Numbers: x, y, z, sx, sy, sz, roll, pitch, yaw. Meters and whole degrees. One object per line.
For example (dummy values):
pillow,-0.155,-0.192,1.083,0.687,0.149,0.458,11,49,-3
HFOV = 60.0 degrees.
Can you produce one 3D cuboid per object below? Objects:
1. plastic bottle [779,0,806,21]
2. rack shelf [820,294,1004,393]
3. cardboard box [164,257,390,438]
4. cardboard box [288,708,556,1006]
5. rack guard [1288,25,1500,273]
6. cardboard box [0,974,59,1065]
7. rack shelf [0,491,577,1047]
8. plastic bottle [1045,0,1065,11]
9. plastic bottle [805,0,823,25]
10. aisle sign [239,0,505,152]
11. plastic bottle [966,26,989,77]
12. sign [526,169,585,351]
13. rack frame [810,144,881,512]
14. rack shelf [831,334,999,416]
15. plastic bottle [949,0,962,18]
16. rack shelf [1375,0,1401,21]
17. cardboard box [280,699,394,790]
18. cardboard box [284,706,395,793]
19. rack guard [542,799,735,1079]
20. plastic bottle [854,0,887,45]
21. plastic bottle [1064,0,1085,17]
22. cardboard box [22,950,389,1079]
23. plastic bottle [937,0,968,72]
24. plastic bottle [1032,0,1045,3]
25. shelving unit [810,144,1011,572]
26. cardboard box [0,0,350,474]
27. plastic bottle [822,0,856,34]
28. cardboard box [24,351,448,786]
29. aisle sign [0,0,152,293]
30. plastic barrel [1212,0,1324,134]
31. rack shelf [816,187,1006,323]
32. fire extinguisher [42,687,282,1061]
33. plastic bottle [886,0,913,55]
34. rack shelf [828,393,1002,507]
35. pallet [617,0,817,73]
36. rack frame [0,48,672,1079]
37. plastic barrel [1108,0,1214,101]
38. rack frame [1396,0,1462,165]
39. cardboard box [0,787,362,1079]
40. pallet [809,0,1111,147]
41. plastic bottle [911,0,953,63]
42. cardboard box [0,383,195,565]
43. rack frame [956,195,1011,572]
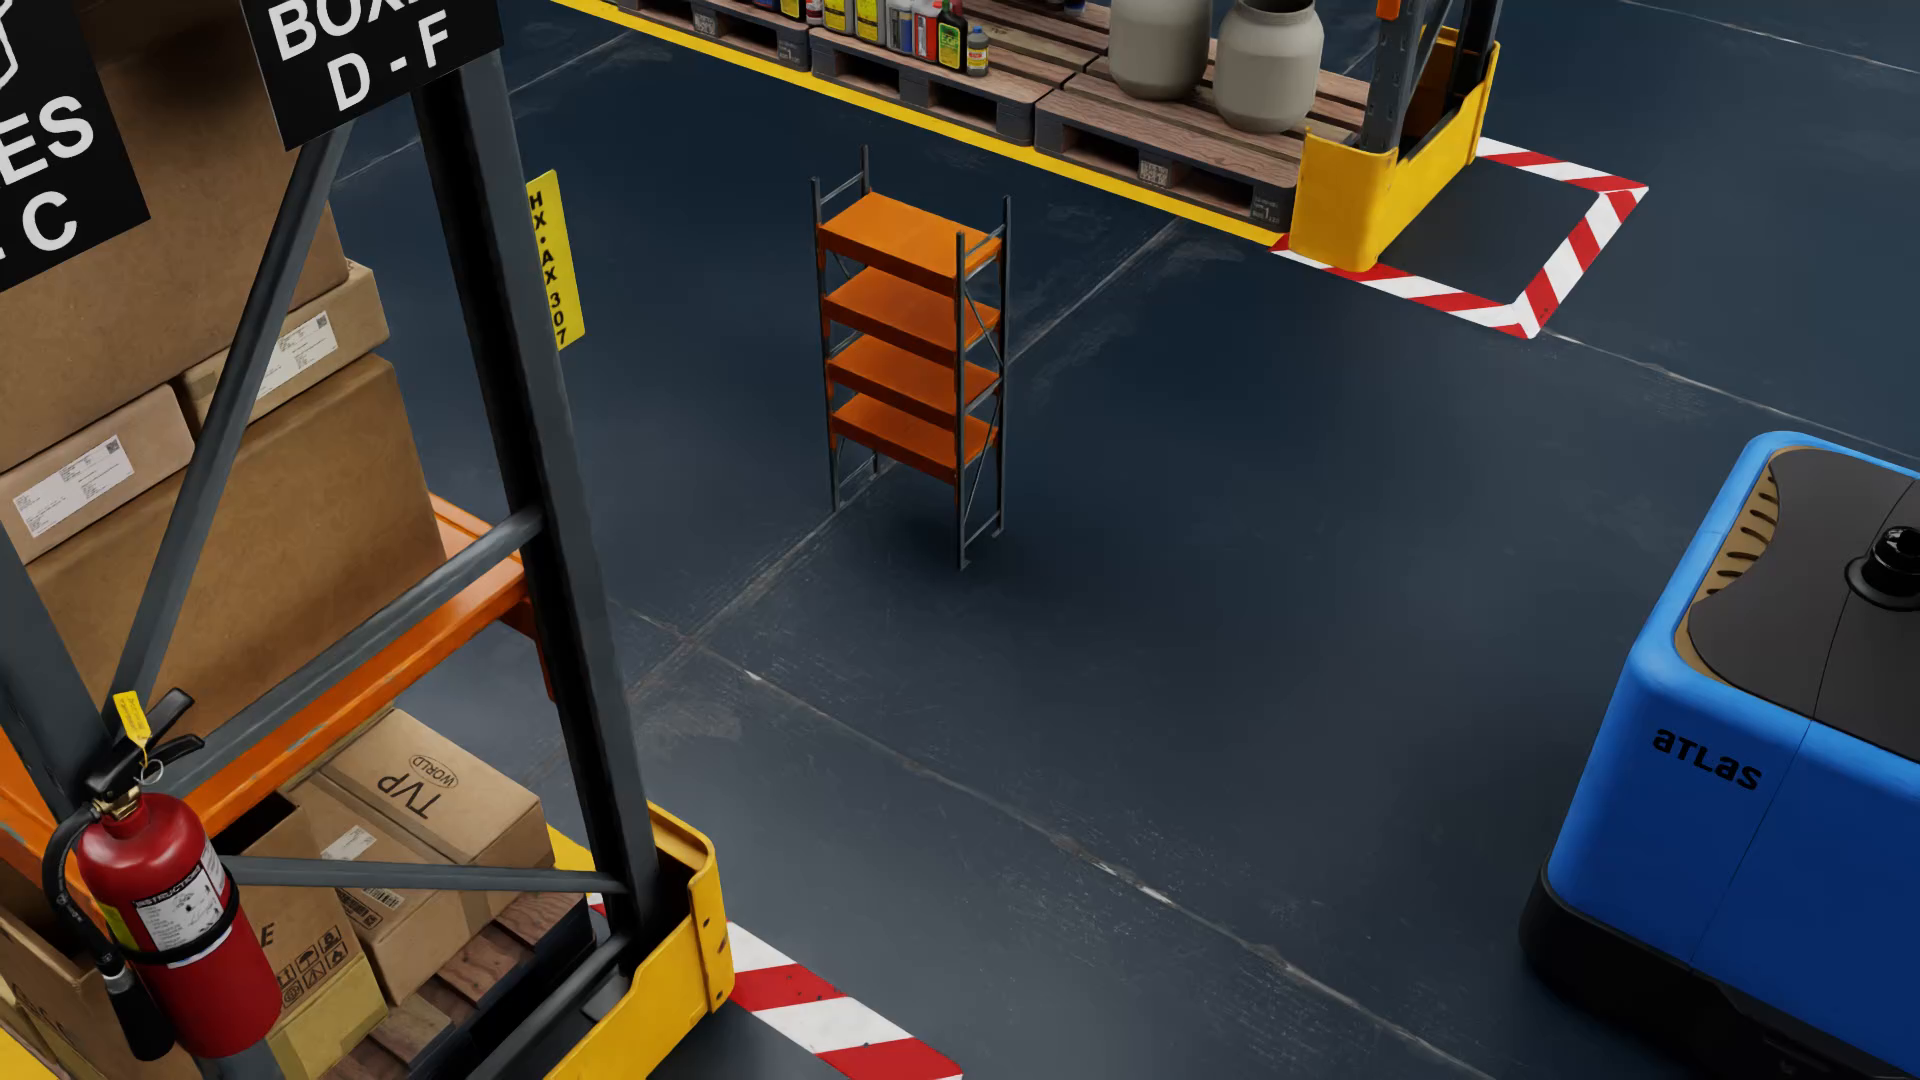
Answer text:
plastic bottle,-0.757,-2.500,7.502,0.133,0.283,0.061,27,48,27
rack shelf,-0.136,-0.627,4.816,0.480,0.148,0.258,25,48,25
cardboard box,-1.215,-0.355,2.835,0.250,0.149,0.380,25,47,25
cardboard box,-1.329,0.734,3.928,0.500,0.250,0.500,25,48,25
rack guard,1.741,-1.583,6.644,0.348,0.500,1.175,25,48,25
cardboard box,-2.042,0.831,3.818,0.500,0.250,0.500,25,48,25
rack shelf,-2.655,-0.306,3.881,4.000,0.370,1.077,25,48,25
plastic bottle,0.440,-2.536,7.603,0.097,0.201,0.097,0,42,0
plastic bottle,-0.650,-2.434,7.490,0.097,0.201,0.097,0,42,0
aisle sign,-0.788,-0.919,2.078,0.004,0.787,0.394,25,48,25
plastic bottle,0.074,-2.096,7.111,0.097,0.201,0.097,0,42,0
sign,-0.694,-0.461,2.807,0.005,0.325,0.100,25,48,25
rack frame,-0.335,-0.604,5.025,0.015,1.200,0.240,25,48,25
rack shelf,-0.136,-0.490,4.940,0.457,0.050,0.221,25,48,25
plastic bottle,-0.056,-2.296,7.274,0.133,0.283,0.061,25,48,25
rack shelf,0.192,-3.008,6.902,4.000,0.370,1.077,25,48,25
cardboard box,-1.739,0.264,3.891,0.500,0.500,0.500,25,48,25
cardboard box,-1.740,0.544,4.139,0.500,0.250,0.500,25,48,25
rack guard,-0.998,1.133,3.609,0.348,0.500,1.175,25,48,25
plastic bottle,-0.368,-2.377,7.314,0.185,0.351,0.144,27,48,27
plastic bottle,0.524,-2.522,7.535,0.097,0.271,0.097,0,42,0
cardboard box,-1.626,1.016,3.612,0.500,0.250,0.500,25,48,25
plastic bottle,-0.032,-2.161,7.123,0.133,0.283,0.061,26,48,26
plastic bottle,0.349,-2.623,7.639,0.133,0.283,0.061,26,48,26
shelving unit,-0.136,-0.511,4.921,0.503,1.200,0.258,25,48,25
cardboard box,-1.436,-0.535,2.550,0.500,0.500,0.700,25,48,25
plastic bottle,-0.520,-2.448,7.393,0.185,0.351,0.144,25,47,25
cardboard box,-1.392,-0.031,2.960,0.500,0.500,0.700,25,48,25
aisle sign,-1.132,-0.591,1.712,0.004,0.787,0.394,25,48,25
plastic barrel,1.247,-1.950,6.731,0.421,0.512,0.421,0,42,0
rack shelf,-0.136,-0.803,4.659,0.480,0.148,0.258,25,48,25
fire extinguisher,-1.187,0.520,2.478,0.183,0.674,0.296,25,48,25
plastic bottle,-0.230,-2.288,7.270,0.135,0.276,0.152,24,47,24
rack shelf,-0.136,-0.312,5.098,0.480,0.148,0.258,25,48,25
pallet,-0.919,-2.723,8.135,1.213,0.211,1.003,25,48,25
rack frame,-1.017,0.192,2.786,0.127,3.000,1.000,25,48,25
plastic barrel,0.837,-2.142,6.945,0.421,0.512,0.421,0,42,0
rack frame,1.832,-2.512,5.808,0.053,2.616,0.949,25,48,25
cardboard box,-1.627,0.738,3.360,0.500,0.500,0.500,25,48,25
pallet,0.084,-2.256,7.613,1.213,0.211,1.003,25,48,25
plastic bottle,-0.116,-2.235,7.211,0.135,0.276,0.152,25,48,26
cardboard box,-1.440,-0.129,2.583,0.250,0.149,0.380,24,47,25
rack frame,0.064,-0.417,4.816,0.015,1.200,0.240,25,48,25
